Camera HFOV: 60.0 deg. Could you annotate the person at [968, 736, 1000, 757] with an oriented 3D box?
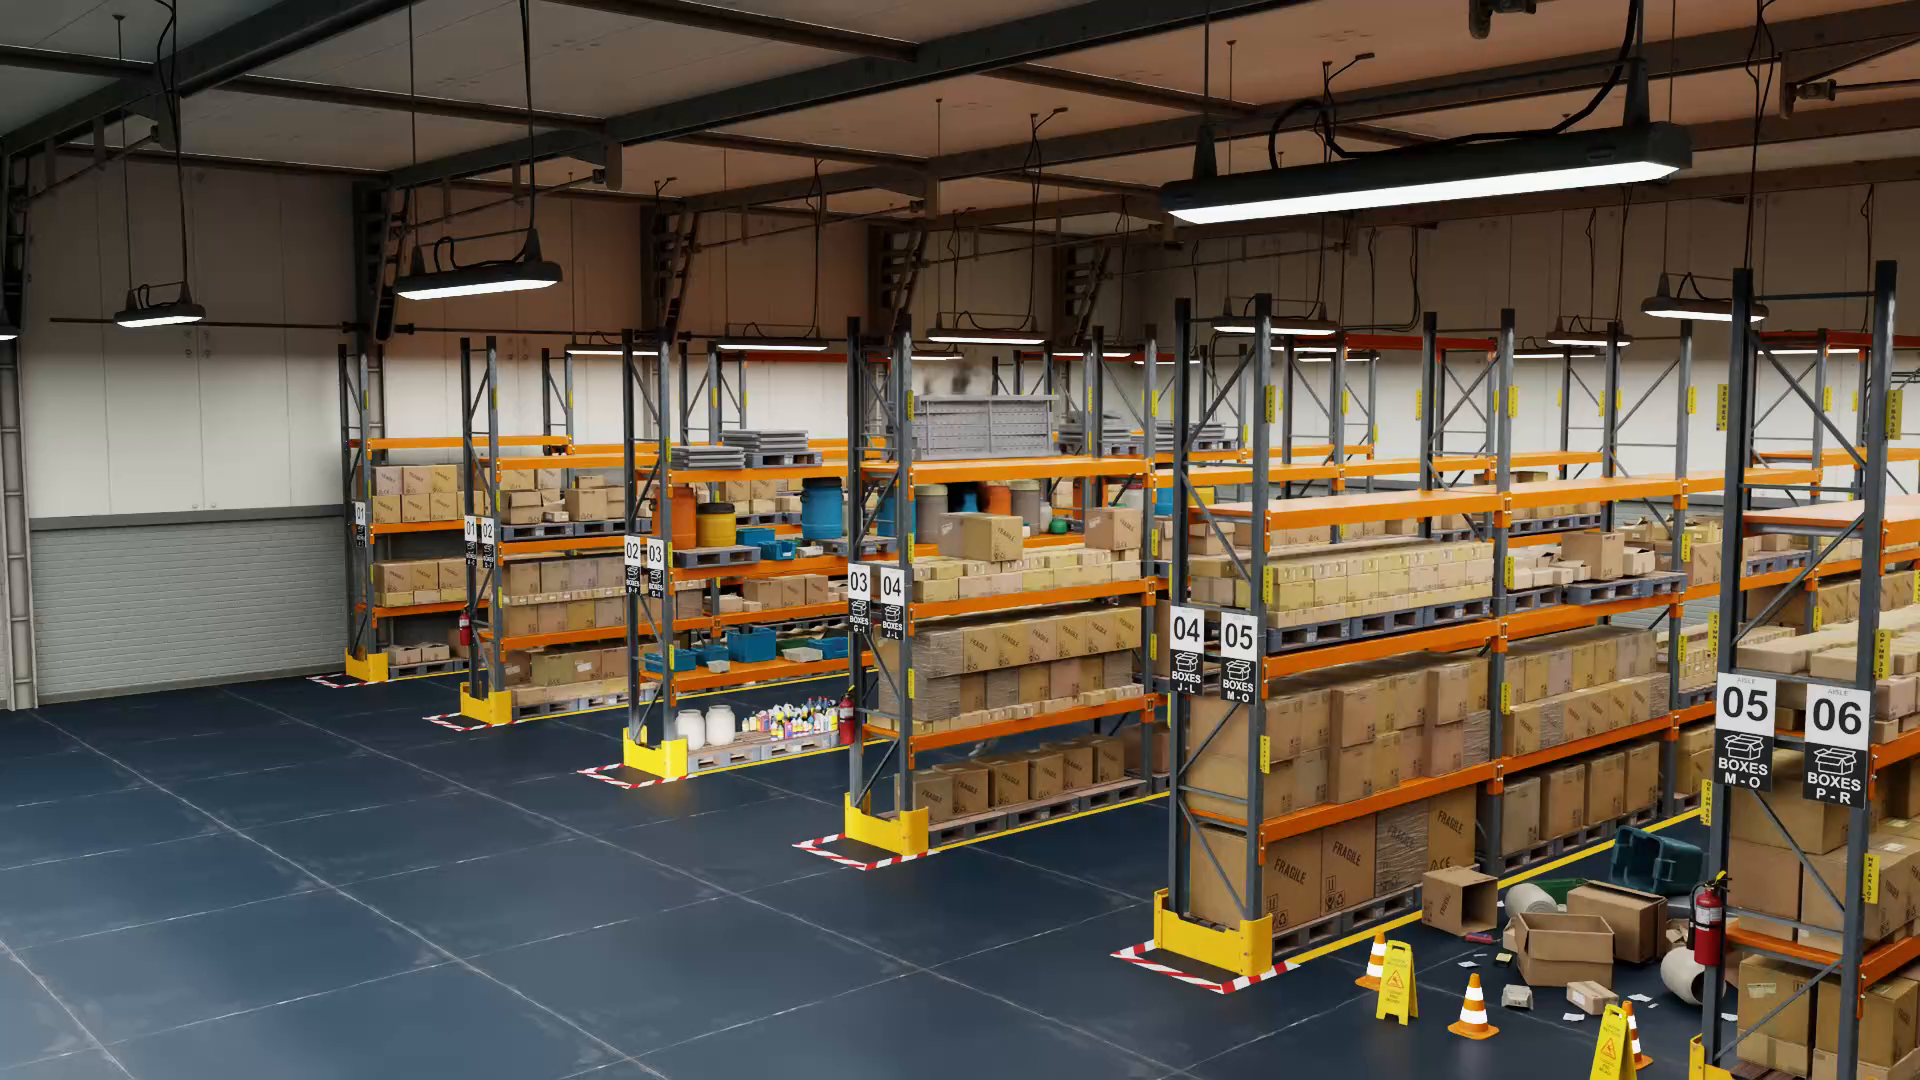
[{"bbox_3d":[0.273,2.030,22.207,0.522,1.743,0.661,-4,6,-37],"label":"person"}]
